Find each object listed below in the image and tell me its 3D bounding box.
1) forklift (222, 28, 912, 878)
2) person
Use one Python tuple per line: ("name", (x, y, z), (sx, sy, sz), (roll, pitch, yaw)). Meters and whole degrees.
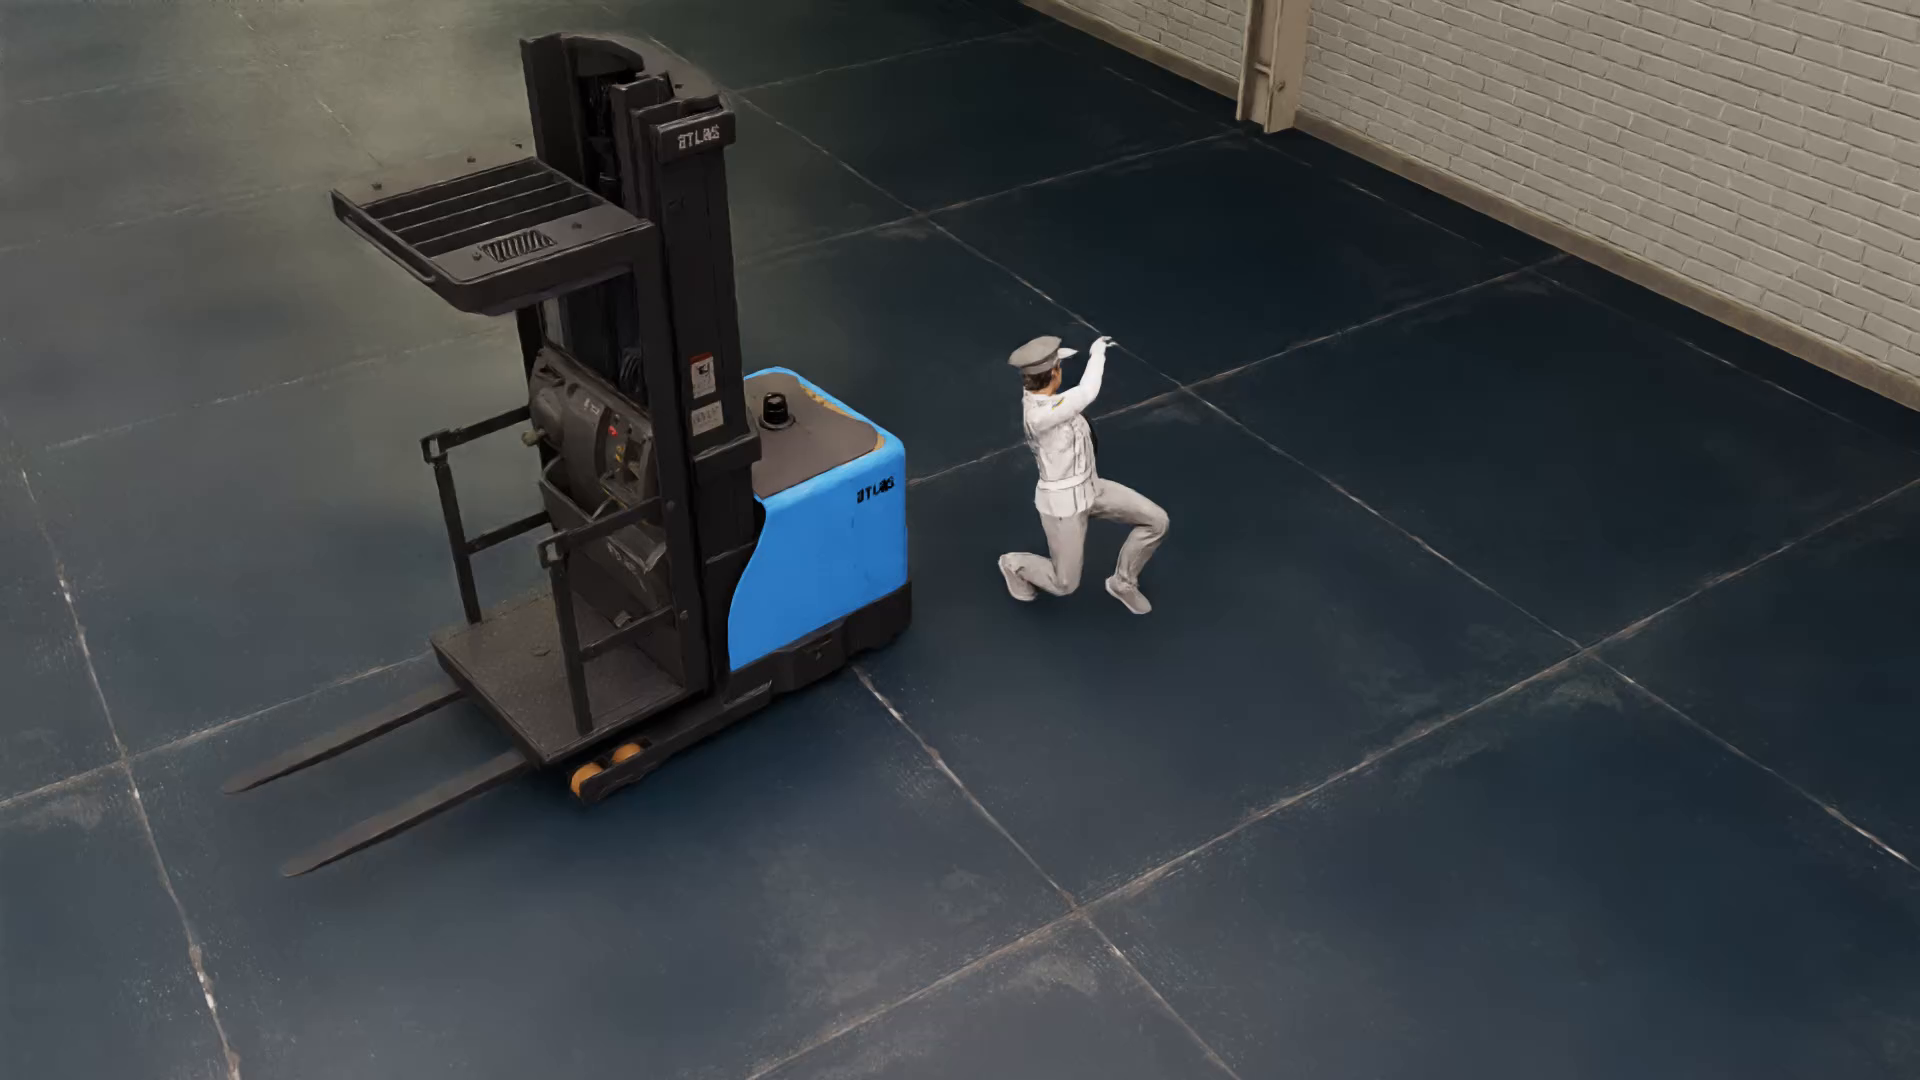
("forklift", (-1.682, -0.421, 6.746), (3.031, 2.935, 1.130), (-26, 43, -32))
("person", (0.670, -0.391, 8.048), (0.848, 1.429, 0.975), (13, 37, 18))
